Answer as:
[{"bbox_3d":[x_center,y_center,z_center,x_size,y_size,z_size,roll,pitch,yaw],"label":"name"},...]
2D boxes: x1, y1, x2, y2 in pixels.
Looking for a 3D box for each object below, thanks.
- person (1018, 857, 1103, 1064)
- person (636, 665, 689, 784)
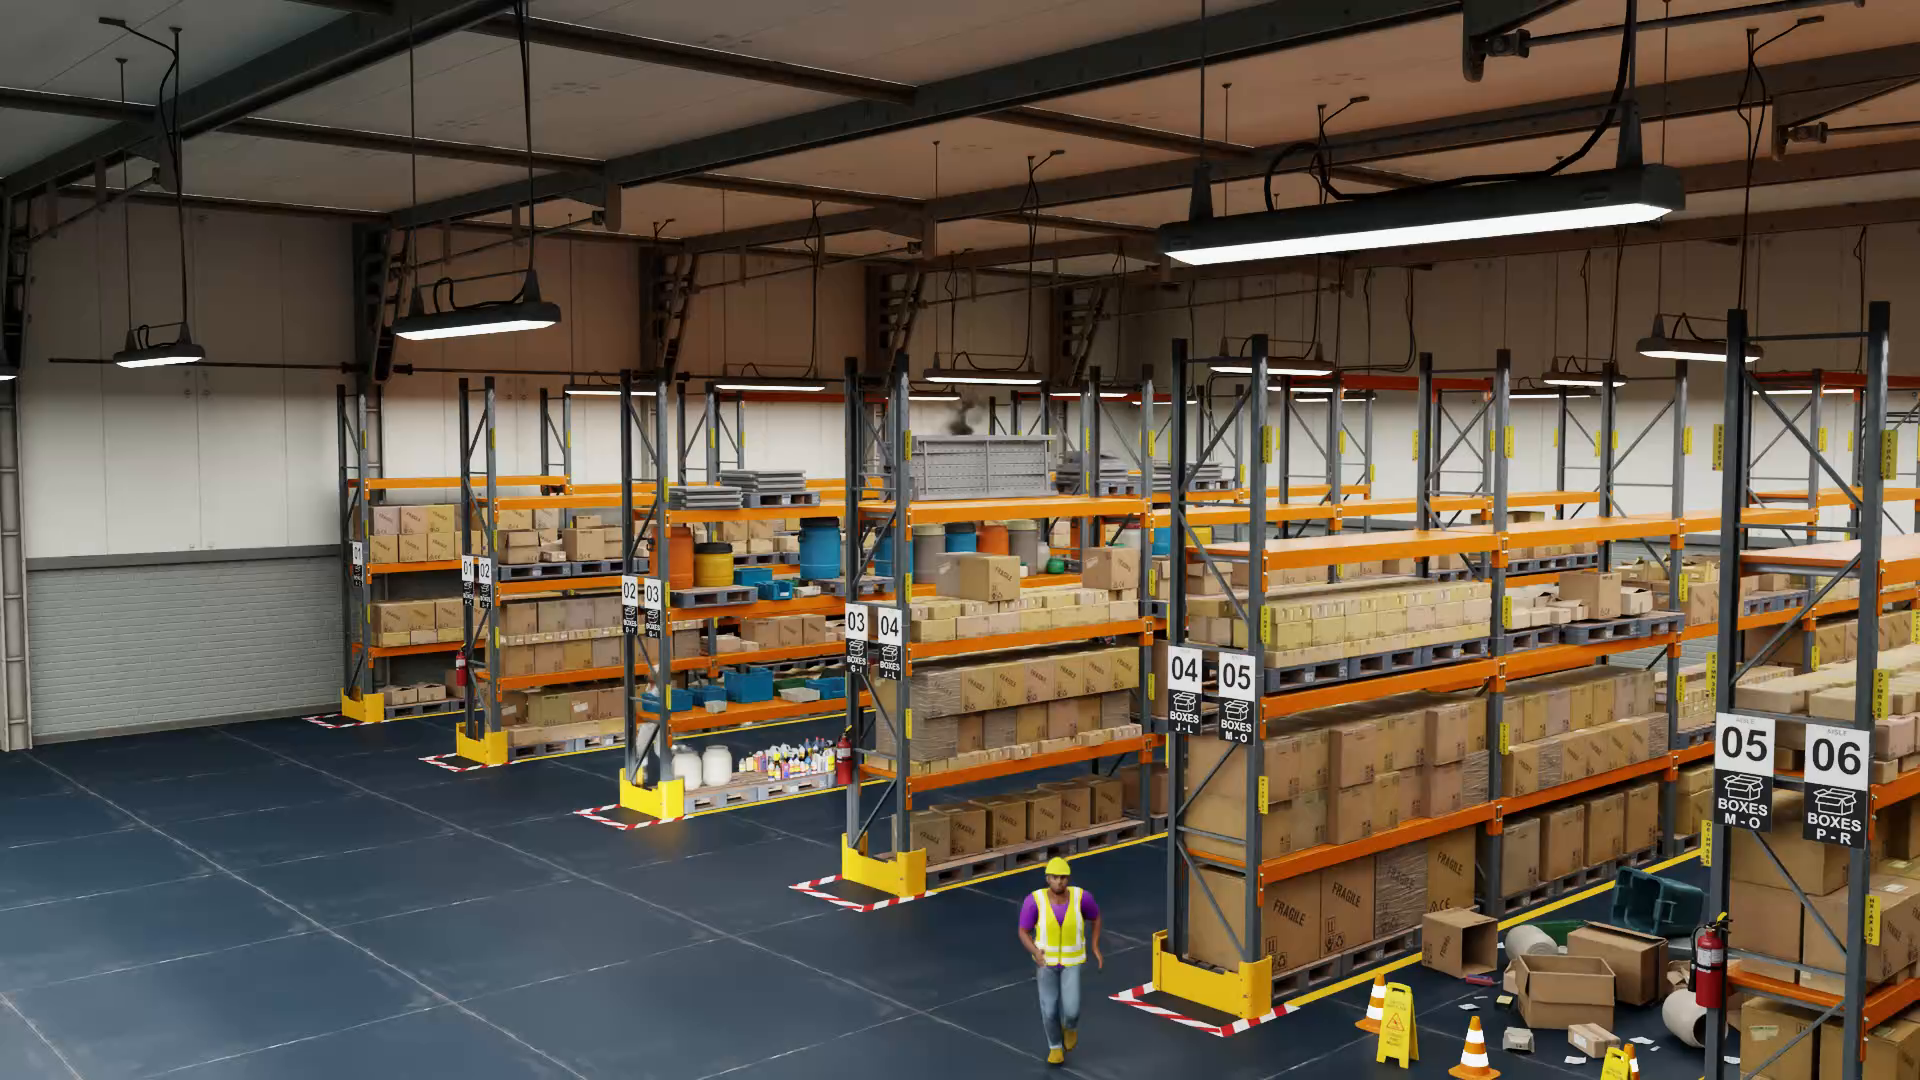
[{"bbox_3d":[0.815,3.418,13.452,0.688,1.712,0.630,0,4,1],"label":"person"},{"bbox_3d":[-4.442,2.708,24.452,0.960,1.758,0.646,-4,5,-45],"label":"person"}]
